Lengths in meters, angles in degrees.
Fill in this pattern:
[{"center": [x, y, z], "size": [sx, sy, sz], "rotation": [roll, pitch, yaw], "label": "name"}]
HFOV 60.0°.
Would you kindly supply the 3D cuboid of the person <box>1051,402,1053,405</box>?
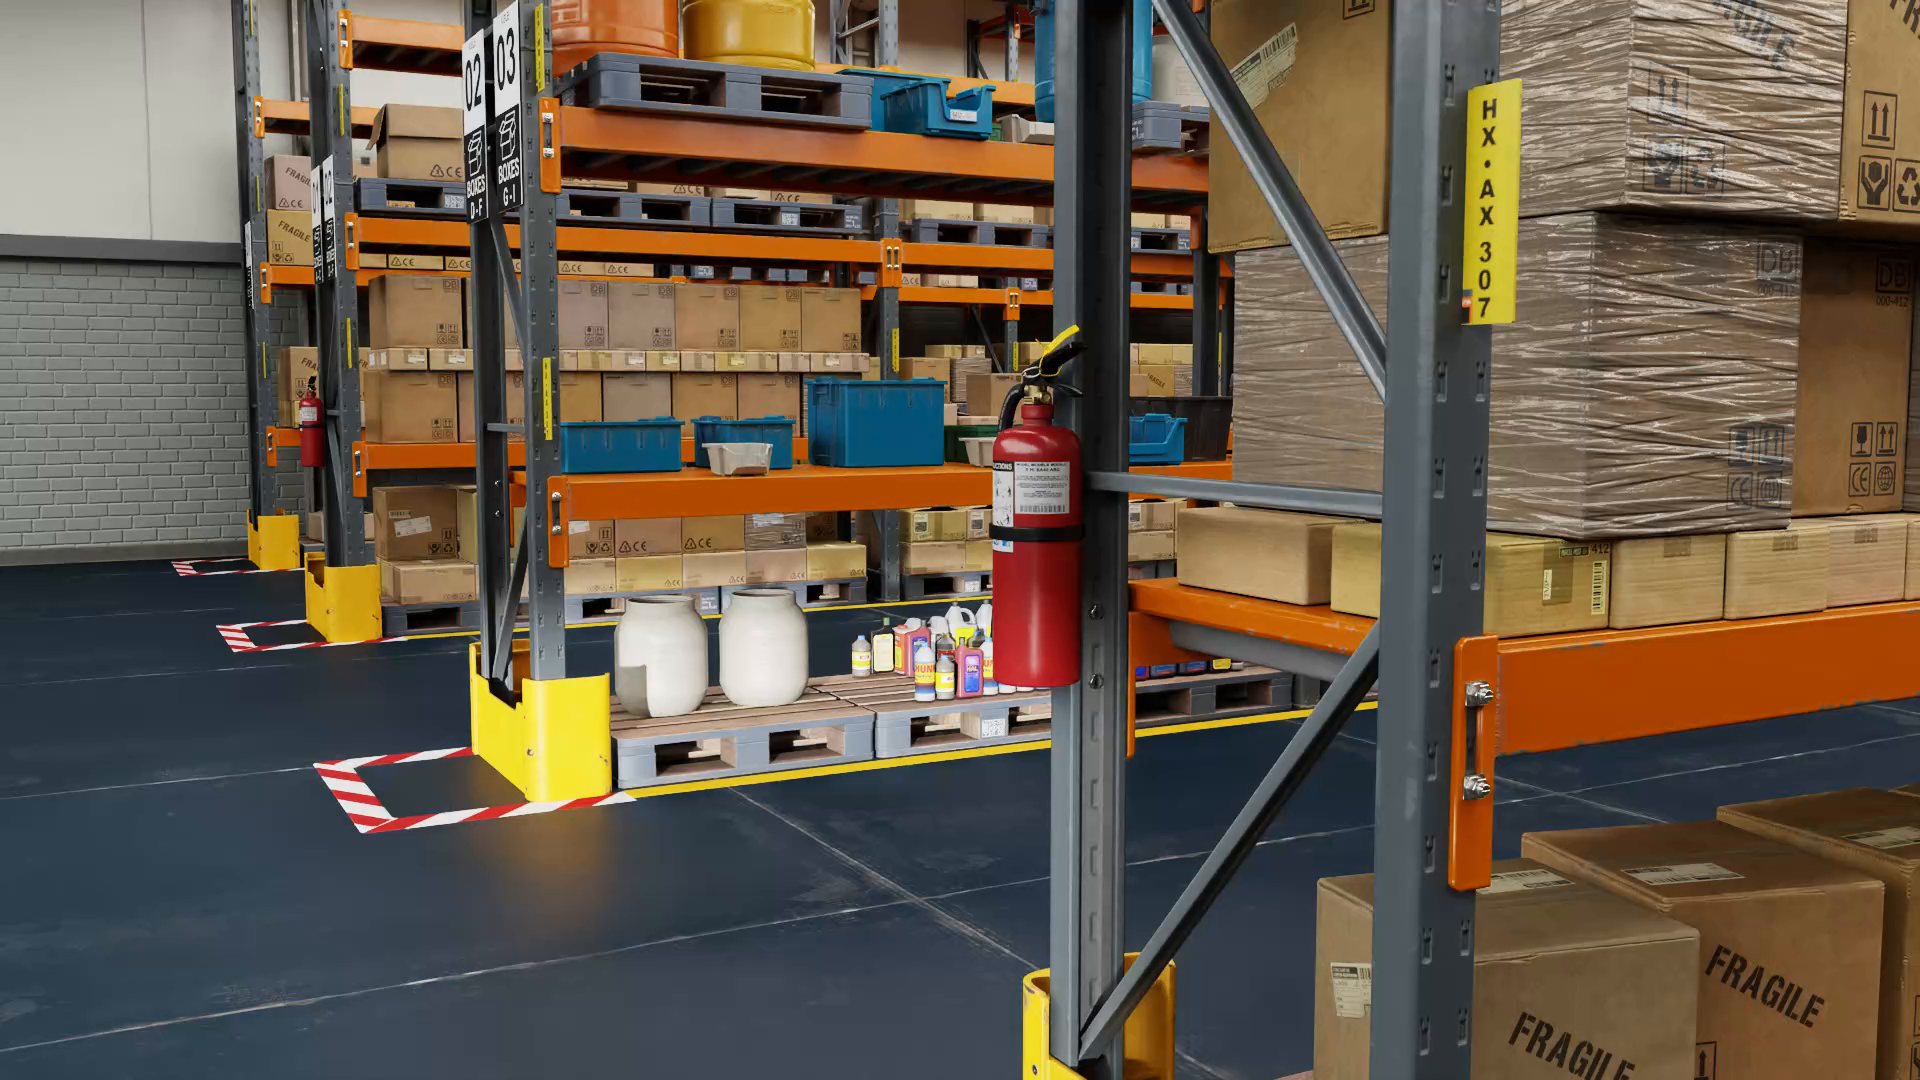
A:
[{"center": [0.550, -0.119, 11.028], "size": [0.347, 1.592, 0.482], "rotation": [-3, 6, -32], "label": "person"}]
